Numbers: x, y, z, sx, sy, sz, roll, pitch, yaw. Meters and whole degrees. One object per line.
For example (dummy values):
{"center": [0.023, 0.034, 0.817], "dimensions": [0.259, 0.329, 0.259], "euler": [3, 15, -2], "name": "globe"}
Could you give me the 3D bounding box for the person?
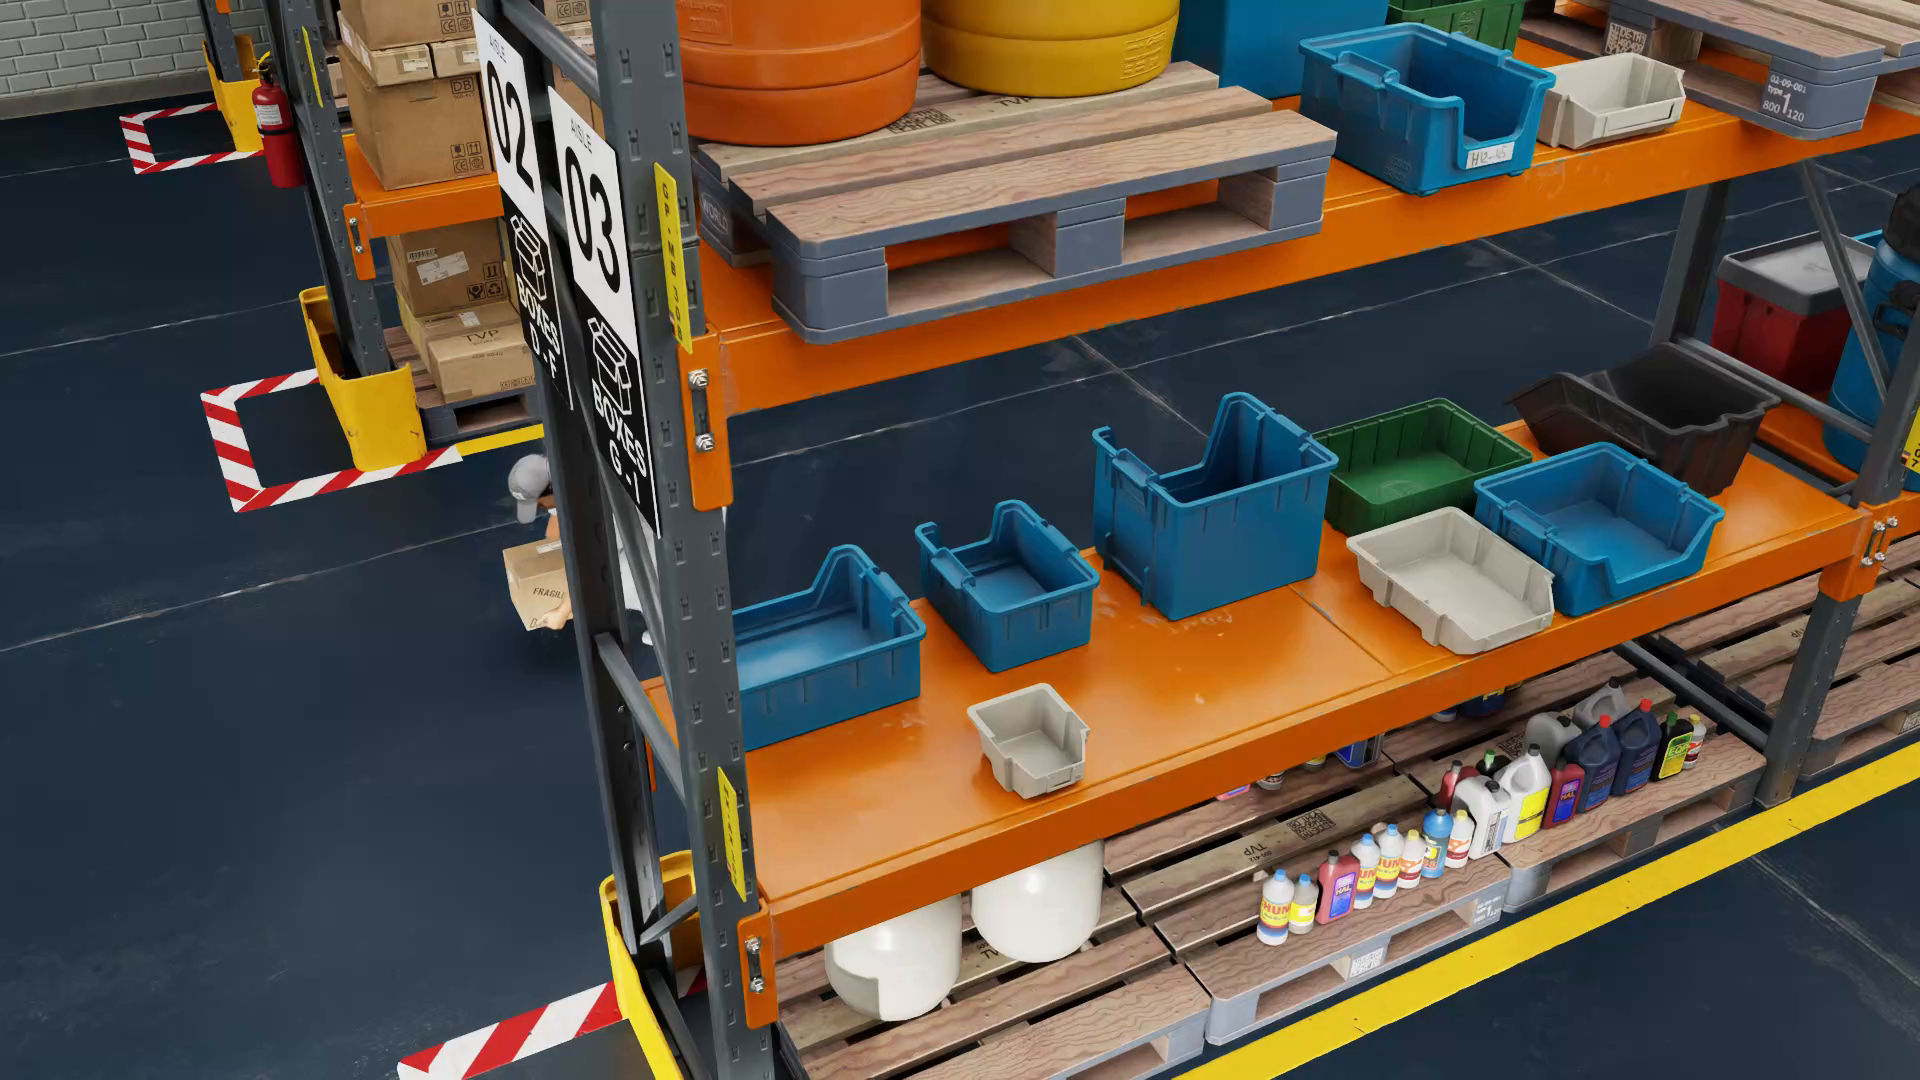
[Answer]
{"center": [-1.382, -0.032, 6.857], "dimensions": [0.892, 0.941, 0.512], "euler": [-17, 37, -24], "name": "person"}
